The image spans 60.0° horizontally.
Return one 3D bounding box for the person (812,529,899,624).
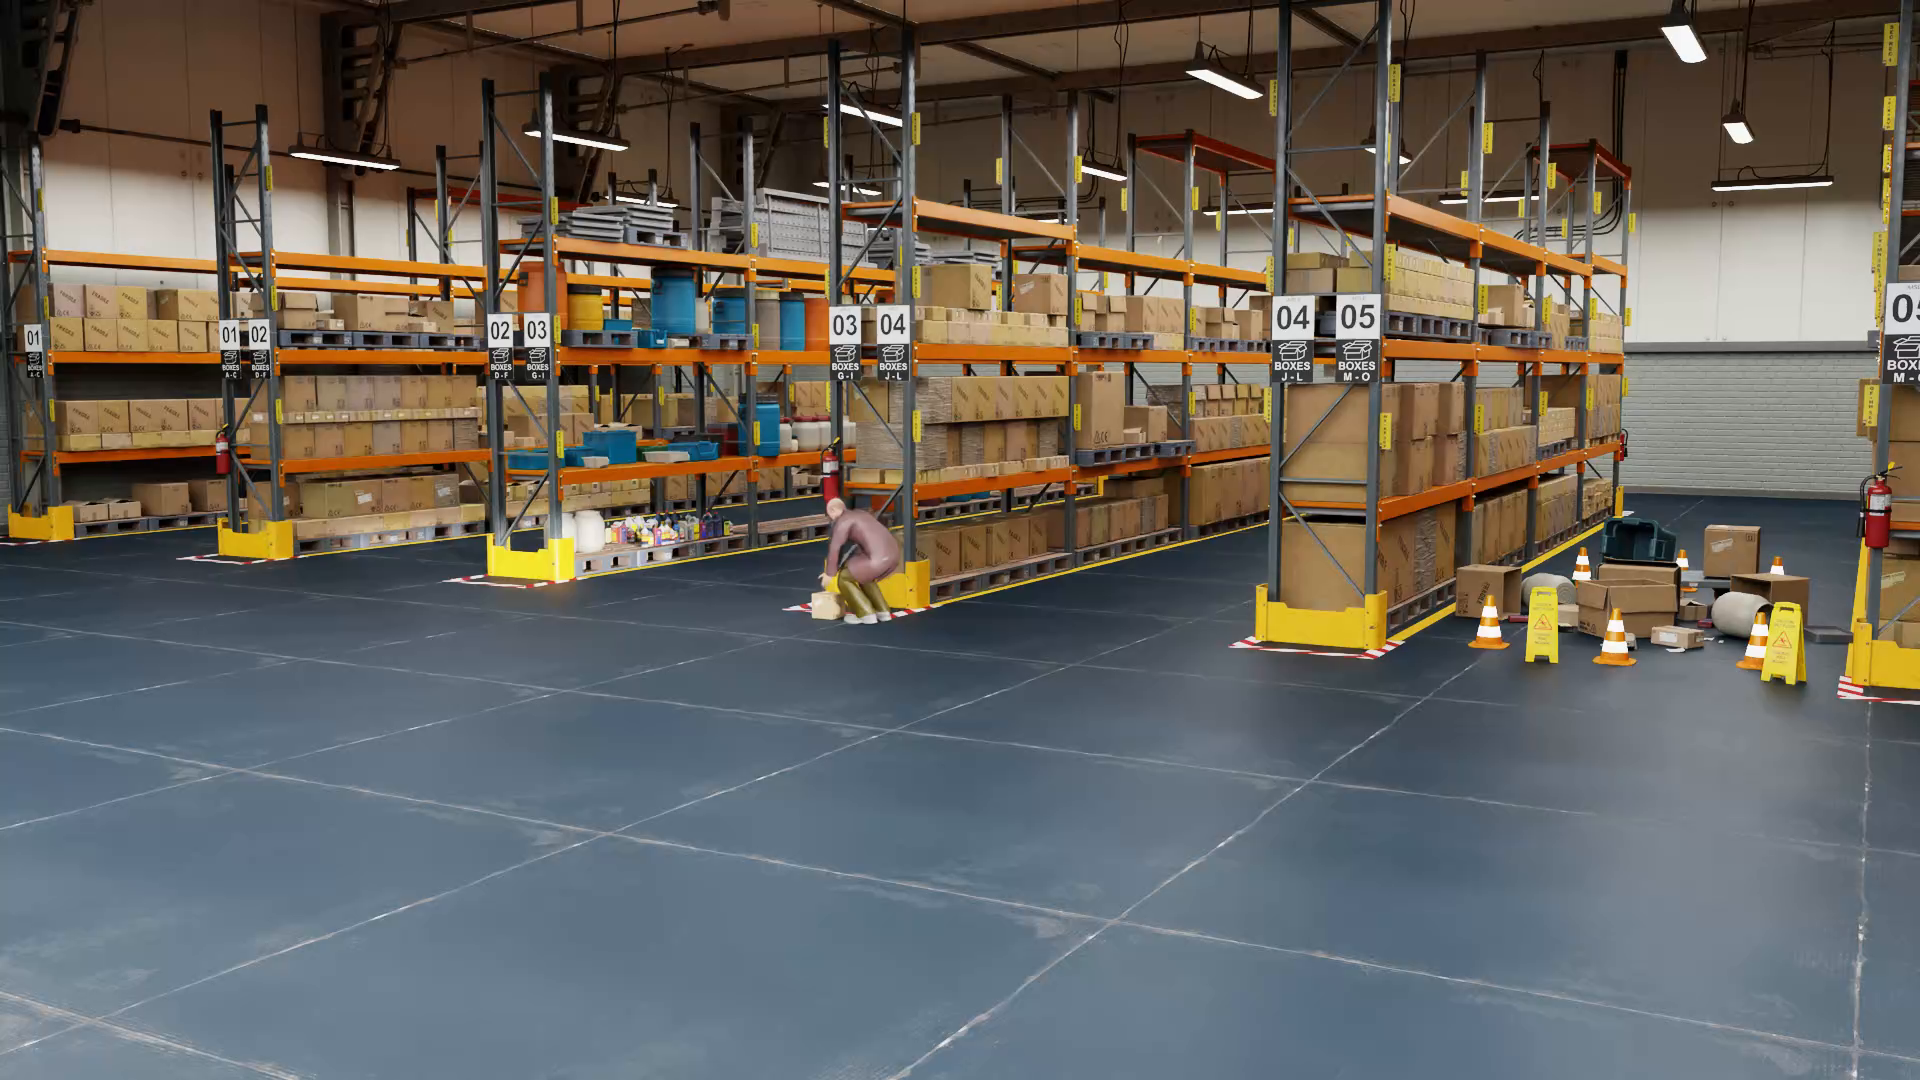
[{"bbox_3d":[-1.047,0.374,16.784,0.915,0.891,0.606,4,7,33],"label":"person"}]
